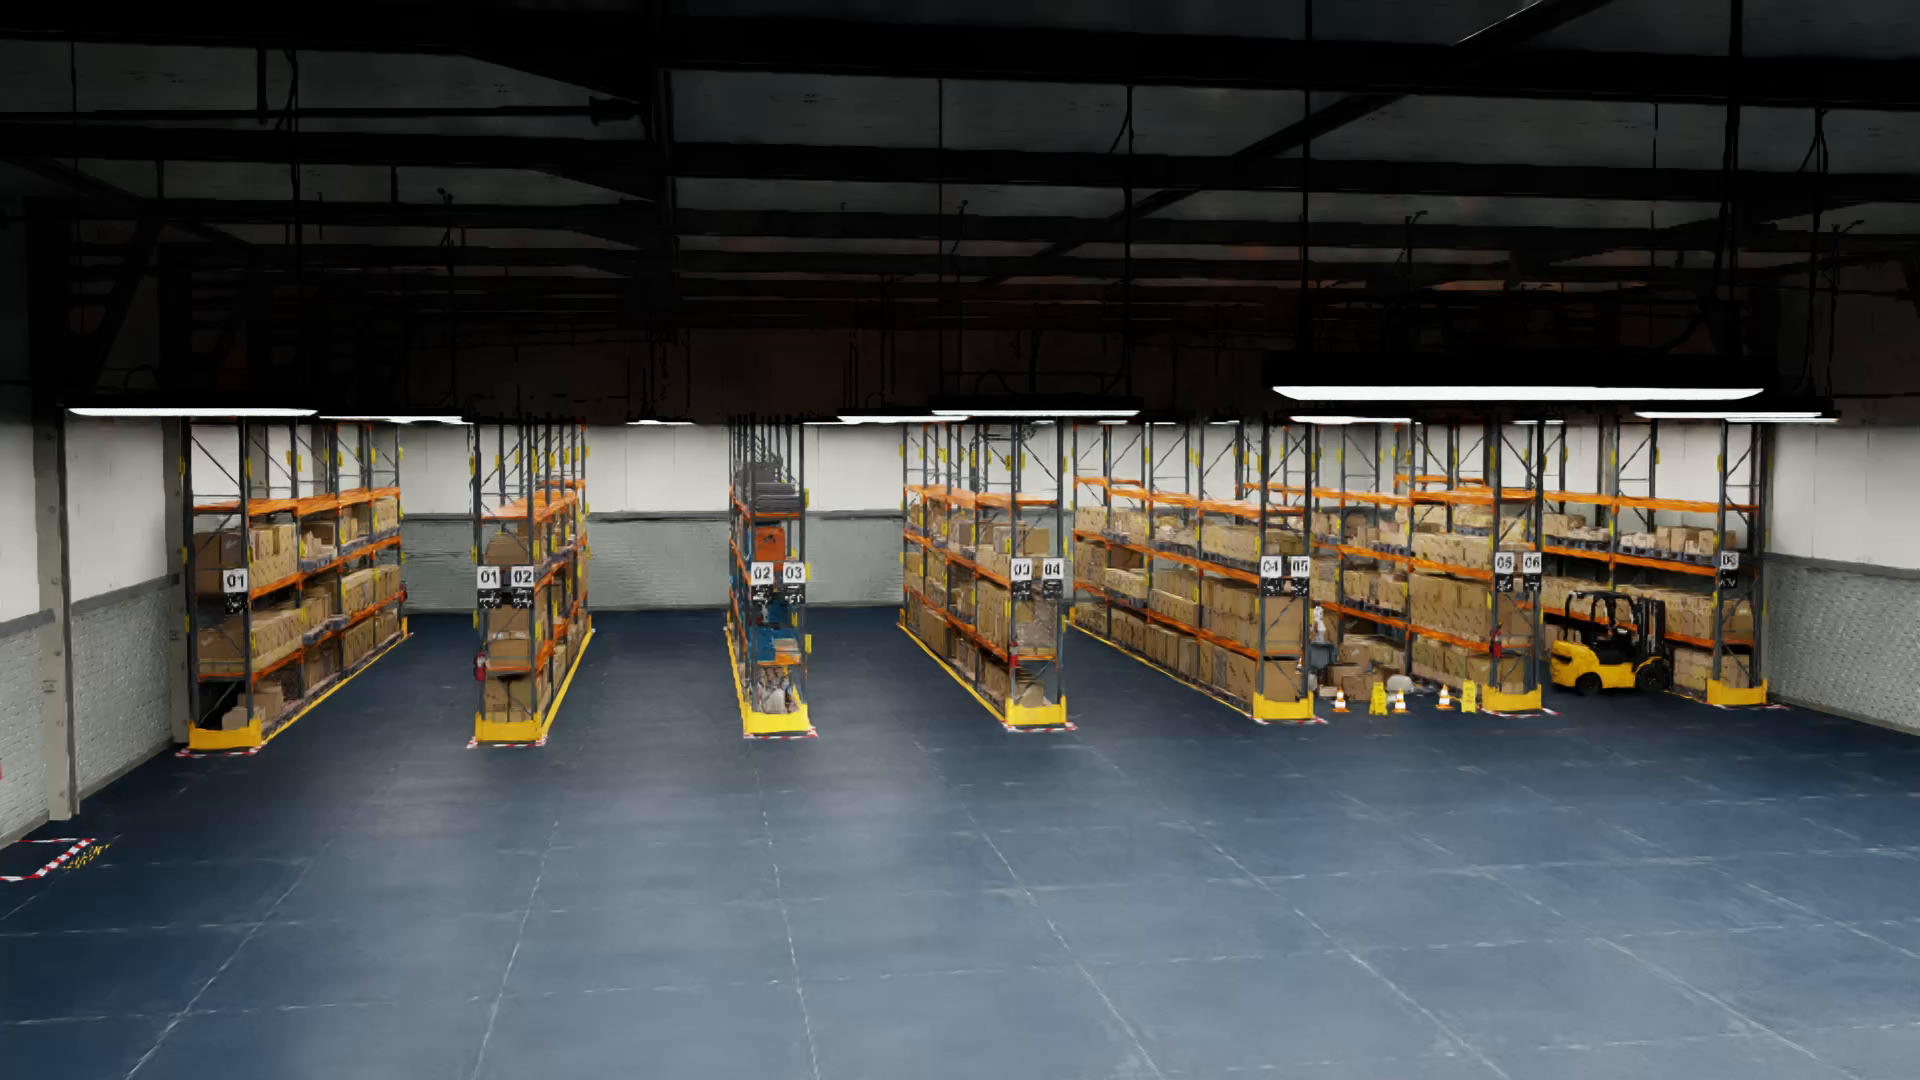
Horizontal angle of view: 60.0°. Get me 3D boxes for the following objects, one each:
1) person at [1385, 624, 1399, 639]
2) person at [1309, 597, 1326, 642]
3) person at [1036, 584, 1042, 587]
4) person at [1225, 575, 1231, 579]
[{"bbox_3d":[11.309,1.882,43.265,0.447,1.771,0.632,-3,5,-41],"label":"person"},{"bbox_3d":[8.489,2.188,39.643,0.563,1.655,0.597,1,4,17],"label":"person"},{"bbox_3d":[2.140,1.855,45.683,0.564,1.541,0.519,-1,4,-12],"label":"person"},{"bbox_3d":[7.613,1.694,47.033,0.484,1.653,0.650,0,4,-2],"label":"person"}]
